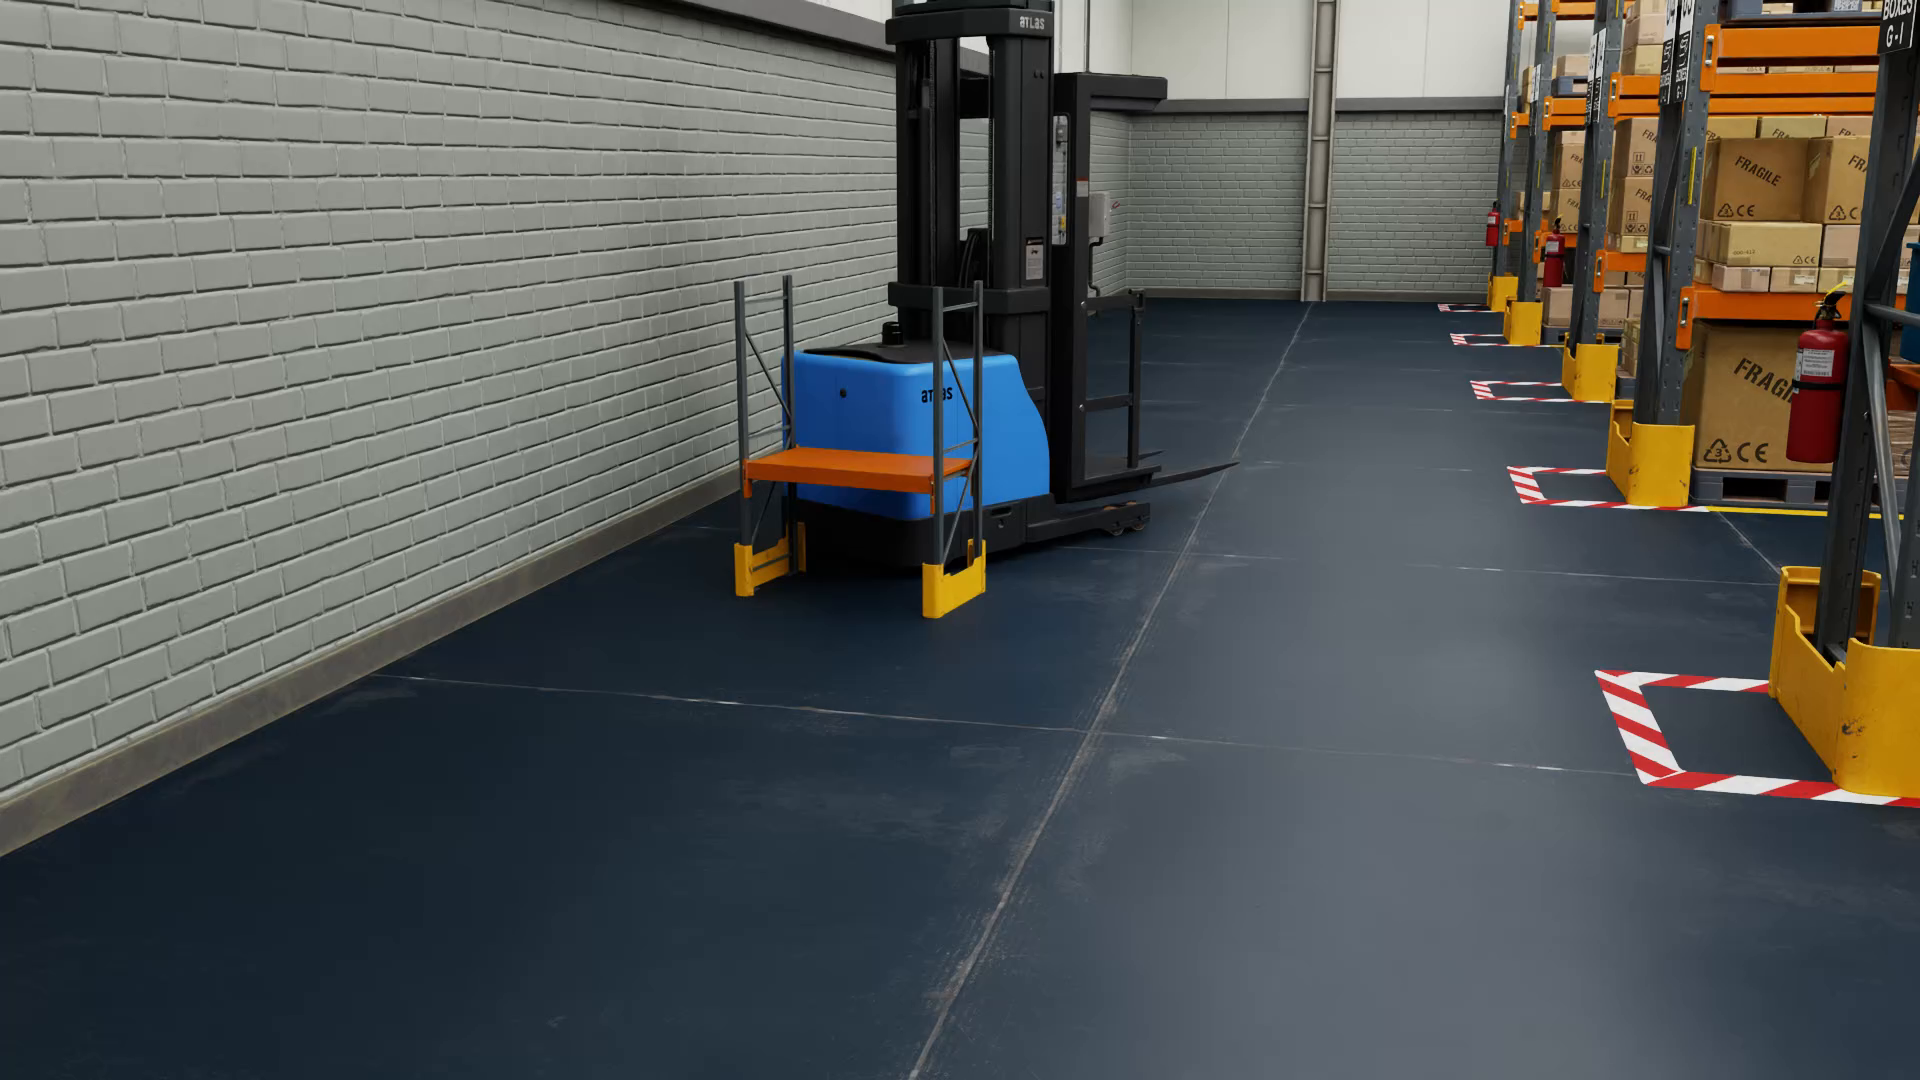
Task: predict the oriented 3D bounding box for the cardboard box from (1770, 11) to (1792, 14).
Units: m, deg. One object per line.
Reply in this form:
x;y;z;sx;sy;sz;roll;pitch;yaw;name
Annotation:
7.071;-4.328;14.083;0.500;0.250;0.500;3;13;14;cardboard box

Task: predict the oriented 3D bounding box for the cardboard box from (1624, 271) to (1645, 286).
9.867;-3.748;24.004;0.500;0.500;0.500;3;13;15;cardboard box

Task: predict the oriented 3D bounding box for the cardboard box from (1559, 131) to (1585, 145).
7.079;-4.649;19.226;0.250;0.149;0.380;3;13;15;cardboard box

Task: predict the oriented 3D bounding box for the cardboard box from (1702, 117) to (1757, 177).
6.576;-3.404;14.426;0.500;0.500;0.500;3;13;15;cardboard box

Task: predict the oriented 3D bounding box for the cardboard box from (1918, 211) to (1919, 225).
5.817;-2.093;9.670;0.500;0.500;0.500;3;13;12;cardboard box

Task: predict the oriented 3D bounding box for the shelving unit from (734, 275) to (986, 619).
-0.480;-0.476;7.915;1.083;1.500;0.587;5;14;23;shelving unit

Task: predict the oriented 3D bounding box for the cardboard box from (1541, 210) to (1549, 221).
8.497;-4.715;24.141;0.250;0.149;0.380;3;13;15;cardboard box

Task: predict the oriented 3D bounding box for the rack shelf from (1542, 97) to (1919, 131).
8.742;-4.881;19.046;4.000;0.370;1.077;3;13;14;rack shelf

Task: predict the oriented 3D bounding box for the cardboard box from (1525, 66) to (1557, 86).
8.356;-6.621;23.730;0.500;0.250;0.500;3;13;13;cardboard box

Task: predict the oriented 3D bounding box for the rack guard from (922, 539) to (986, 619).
-0.024;0.178;7.855;0.087;0.250;0.587;5;14;23;rack guard

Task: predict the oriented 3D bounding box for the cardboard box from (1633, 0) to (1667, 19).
5.972;-4.591;14.348;0.250;0.149;0.380;3;13;13;cardboard box

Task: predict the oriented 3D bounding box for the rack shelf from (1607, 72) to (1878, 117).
7.654;-3.835;14.331;4.000;0.370;1.077;3;13;14;rack shelf

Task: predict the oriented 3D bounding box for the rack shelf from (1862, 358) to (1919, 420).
5.181;-0.292;5.284;4.000;0.370;1.077;3;13;14;rack shelf

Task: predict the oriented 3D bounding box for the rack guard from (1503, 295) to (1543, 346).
6.777;-2.653;20.037;0.348;0.500;1.175;3;13;14;rack guard

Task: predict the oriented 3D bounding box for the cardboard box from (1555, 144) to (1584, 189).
7.198;-4.324;19.260;0.500;0.500;0.500;3;13;12;cardboard box

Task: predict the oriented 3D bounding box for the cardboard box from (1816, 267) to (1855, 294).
5.190;-1.551;9.881;0.250;0.149;0.380;3;13;12;cardboard box

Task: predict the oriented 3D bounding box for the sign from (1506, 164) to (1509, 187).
7.856;-5.225;23.858;0.005;0.325;0.100;3;13;14;sign

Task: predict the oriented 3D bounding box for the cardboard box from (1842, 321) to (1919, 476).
5.950;-0.892;10.266;0.875;0.875;0.875;3;13;14;cardboard box

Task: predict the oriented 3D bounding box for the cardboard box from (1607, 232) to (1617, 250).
6.097;-2.746;15.264;0.250;0.149;0.380;3;13;14;cardboard box

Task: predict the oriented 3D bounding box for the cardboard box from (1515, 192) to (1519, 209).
8.496;-5.020;24.594;0.500;0.250;0.500;3;13;15;cardboard box

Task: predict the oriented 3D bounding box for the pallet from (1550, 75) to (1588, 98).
7.523;-5.257;19.282;1.213;0.211;1.003;3;13;14;pallet

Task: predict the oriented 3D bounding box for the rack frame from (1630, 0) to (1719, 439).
4.426;-1.788;10.368;0.127;3.000;1.000;3;13;14;rack frame

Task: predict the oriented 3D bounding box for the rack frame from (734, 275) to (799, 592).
-0.938;-0.519;8.111;0.032;1.500;0.500;5;14;23;rack frame

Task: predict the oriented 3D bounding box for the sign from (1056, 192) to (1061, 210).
1.249;-4.285;20.997;0.001;0.218;0.327;3;13;14;sign

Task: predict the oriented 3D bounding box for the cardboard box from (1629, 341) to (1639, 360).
6.159;-1.703;14.911;0.250;0.149;0.380;4;13;16;cardboard box

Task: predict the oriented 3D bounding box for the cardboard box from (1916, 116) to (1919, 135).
8.078;-3.323;14.061;0.500;0.500;0.500;3;13;15;cardboard box

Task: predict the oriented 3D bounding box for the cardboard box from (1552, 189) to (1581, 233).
7.197;-3.836;19.366;0.500;0.500;0.500;3;13;13;cardboard box

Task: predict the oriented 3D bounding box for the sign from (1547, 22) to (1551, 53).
6.661;-5.685;18.808;0.005;0.325;0.100;3;13;14;sign

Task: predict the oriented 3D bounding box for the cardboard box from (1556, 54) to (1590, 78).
7.259;-5.513;19.376;0.500;0.250;0.500;2;13;8;cardboard box

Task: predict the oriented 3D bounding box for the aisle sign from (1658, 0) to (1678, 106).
4.428;-3.124;10.388;0.004;0.787;0.394;3;13;14;aisle sign

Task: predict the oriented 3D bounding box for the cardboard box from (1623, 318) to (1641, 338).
6.287;-1.955;15.361;0.250;0.149;0.380;3;13;14;cardboard box

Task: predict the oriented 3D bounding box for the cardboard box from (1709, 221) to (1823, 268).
4.827;-1.778;9.984;0.500;0.250;0.500;3;13;12;cardboard box

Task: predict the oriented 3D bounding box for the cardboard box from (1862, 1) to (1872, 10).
7.473;-4.504;13.957;0.250;0.149;0.380;4;13;15;cardboard box

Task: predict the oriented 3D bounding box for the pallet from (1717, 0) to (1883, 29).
5.149;-3.173;9.889;1.213;0.211;1.003;3;13;14;pallet

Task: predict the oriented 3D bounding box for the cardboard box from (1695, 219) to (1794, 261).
4.960;-1.891;10.490;0.500;0.250;0.500;3;13;13;cardboard box

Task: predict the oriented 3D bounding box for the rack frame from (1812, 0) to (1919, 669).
3.239;-0.747;5.673;0.127;3.000;1.000;3;13;14;rack frame

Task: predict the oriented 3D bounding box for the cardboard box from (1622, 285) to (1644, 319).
8.355;-2.767;19.727;0.875;0.438;0.875;3;13;15;cardboard box

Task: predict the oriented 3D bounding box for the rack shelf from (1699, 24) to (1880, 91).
6.368;-2.798;9.653;4.000;0.370;1.077;3;13;14;rack shelf

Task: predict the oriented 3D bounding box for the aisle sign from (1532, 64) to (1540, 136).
6.661;-5.084;19.221;0.004;0.787;0.394;3;13;14;aisle sign

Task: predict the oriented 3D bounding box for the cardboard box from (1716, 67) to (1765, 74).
6.597;-4.112;14.262;0.500;0.250;0.500;3;13;15;cardboard box

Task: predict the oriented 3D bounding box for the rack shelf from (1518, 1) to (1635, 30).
9.928;-7.388;23.427;4.000;0.370;1.077;3;13;14;rack shelf

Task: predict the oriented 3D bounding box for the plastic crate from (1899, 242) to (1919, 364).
3.609;-0.815;5.762;0.499;0.435;0.616;3;13;14;plastic crate

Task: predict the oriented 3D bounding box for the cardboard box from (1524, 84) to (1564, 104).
8.351;-6.372;23.763;0.500;0.250;0.500;3;13;13;cardboard box

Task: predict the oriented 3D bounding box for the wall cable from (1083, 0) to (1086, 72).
1.393;-7.195;20.887;0.029;3.000;2.355;3;13;14;wall cable

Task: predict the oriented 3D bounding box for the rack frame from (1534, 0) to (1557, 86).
6.800;-6.801;19.111;0.127;3.000;1.000;3;13;14;rack frame

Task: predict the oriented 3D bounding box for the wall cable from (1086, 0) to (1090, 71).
2.097;-7.797;23.514;0.133;3.039;2.988;3;13;14;wall cable

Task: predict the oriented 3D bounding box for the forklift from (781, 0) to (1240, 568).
0.444;-1.526;9.343;3.031;2.935;1.130;-12;17;-43;forklift

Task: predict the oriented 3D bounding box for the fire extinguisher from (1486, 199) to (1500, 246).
7.732;-4.607;24.112;0.183;0.674;0.296;3;13;14;fire extinguisher

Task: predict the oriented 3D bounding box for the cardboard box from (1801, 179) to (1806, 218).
7.080;-2.888;14.408;0.500;0.500;0.500;3;13;14;cardboard box

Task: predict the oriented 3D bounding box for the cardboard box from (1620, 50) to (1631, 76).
6.217;-4.249;14.881;0.500;0.250;0.500;3;13;12;cardboard box
